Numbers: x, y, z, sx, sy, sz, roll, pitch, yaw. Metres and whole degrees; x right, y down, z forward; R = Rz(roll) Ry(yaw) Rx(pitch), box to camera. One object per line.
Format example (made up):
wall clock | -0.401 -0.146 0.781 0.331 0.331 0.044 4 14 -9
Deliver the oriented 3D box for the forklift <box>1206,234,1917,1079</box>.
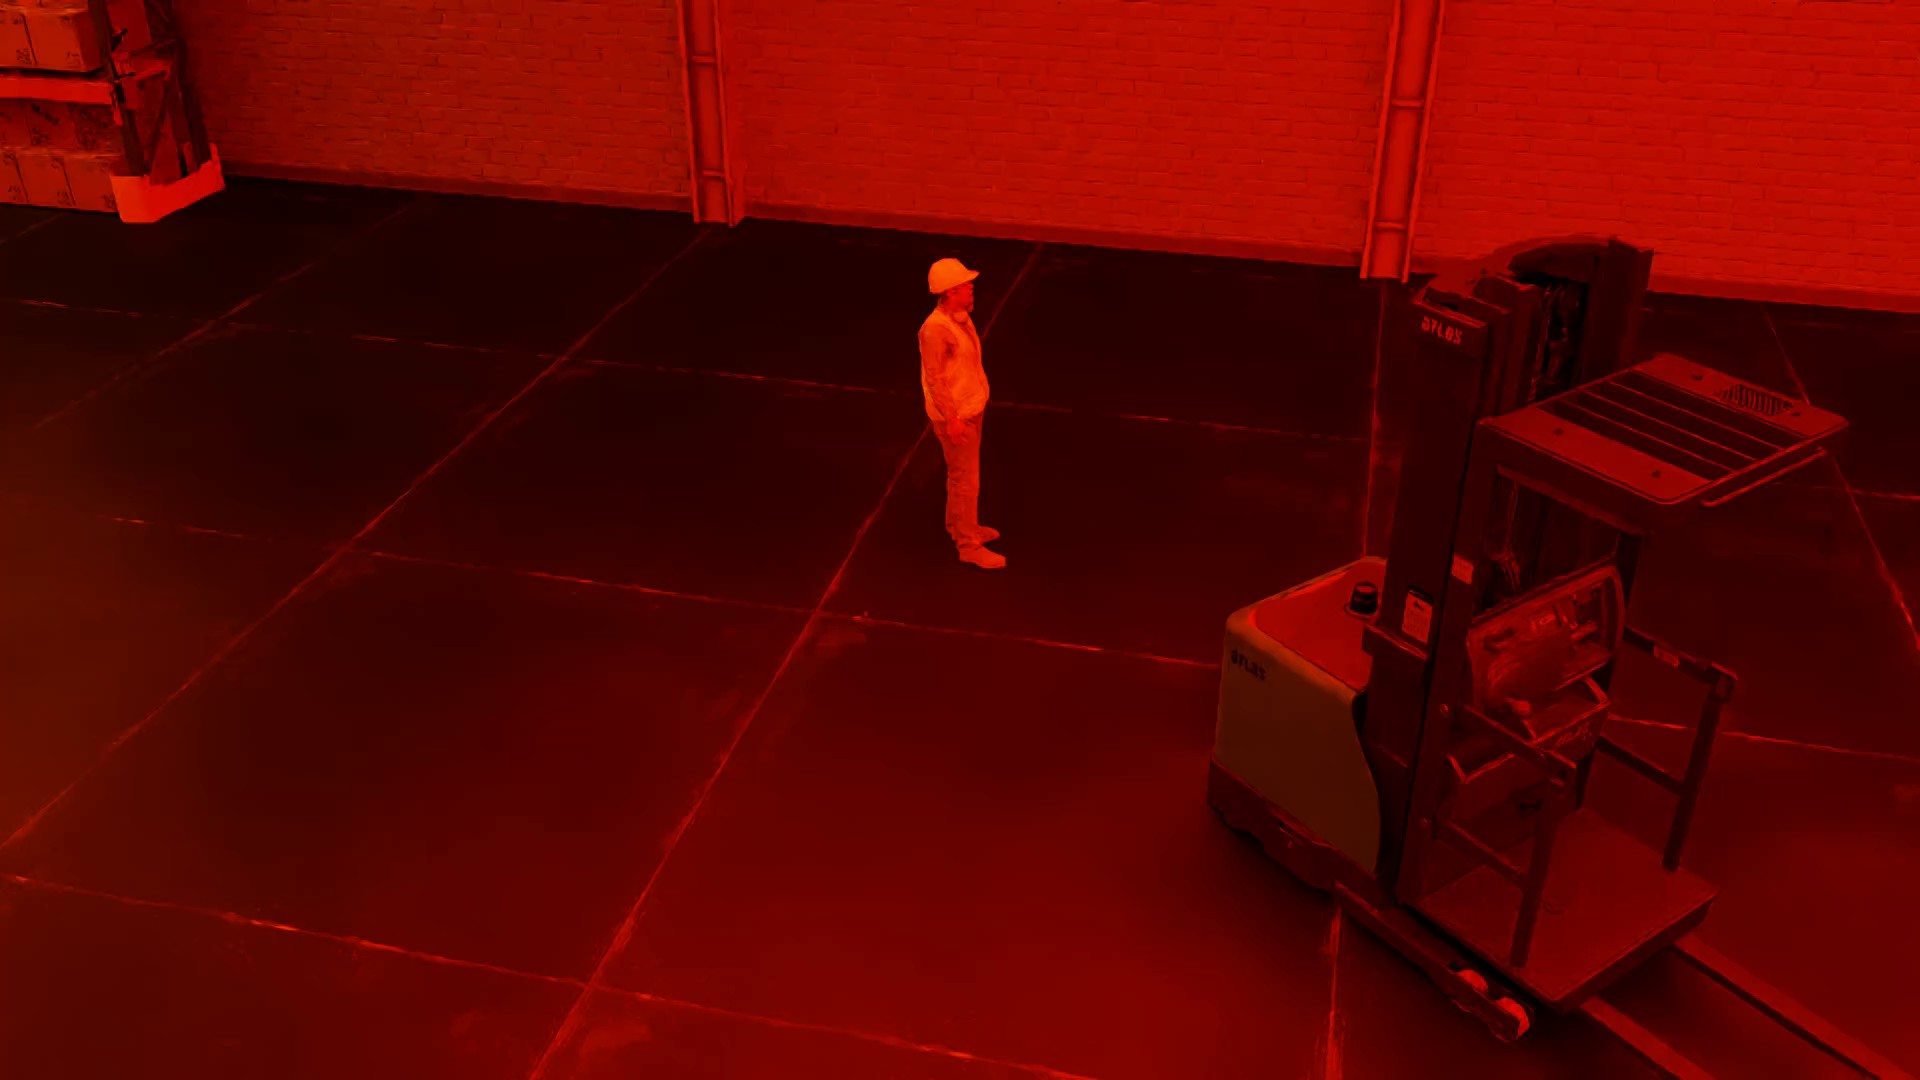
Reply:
forklift | 2.425 0.445 6.384 1.130 2.935 3.031 -19 35 -30

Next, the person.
person | 0.059 -0.767 9.683 0.567 1.773 0.632 7 30 12
